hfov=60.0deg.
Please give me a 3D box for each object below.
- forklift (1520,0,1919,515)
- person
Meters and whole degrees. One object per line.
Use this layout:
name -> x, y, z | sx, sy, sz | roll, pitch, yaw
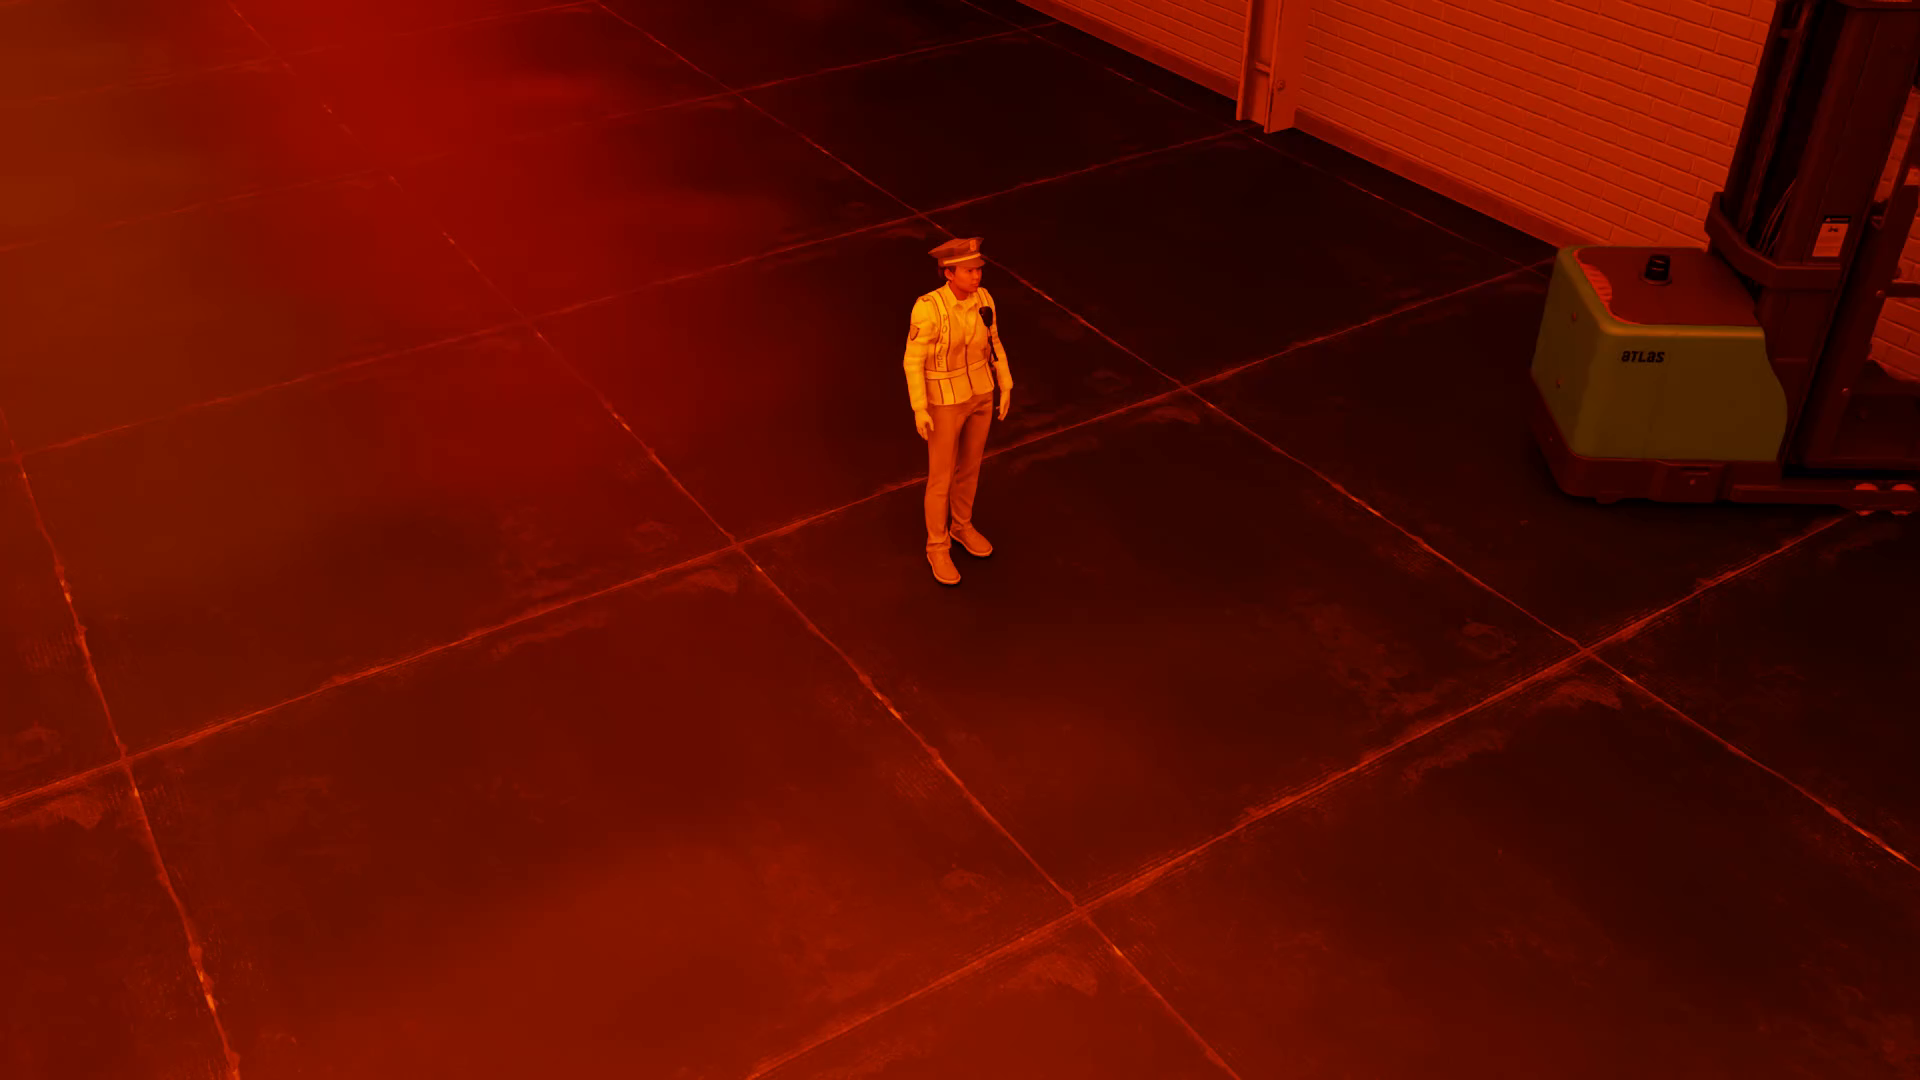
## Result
forklift -> 4.759, -1.644, 8.487 | 3.031, 2.935, 1.130 | 1, 35, 2
person -> 0.032, -0.664, 8.155 | 0.586, 1.694, 0.530 | -21, 40, -27
